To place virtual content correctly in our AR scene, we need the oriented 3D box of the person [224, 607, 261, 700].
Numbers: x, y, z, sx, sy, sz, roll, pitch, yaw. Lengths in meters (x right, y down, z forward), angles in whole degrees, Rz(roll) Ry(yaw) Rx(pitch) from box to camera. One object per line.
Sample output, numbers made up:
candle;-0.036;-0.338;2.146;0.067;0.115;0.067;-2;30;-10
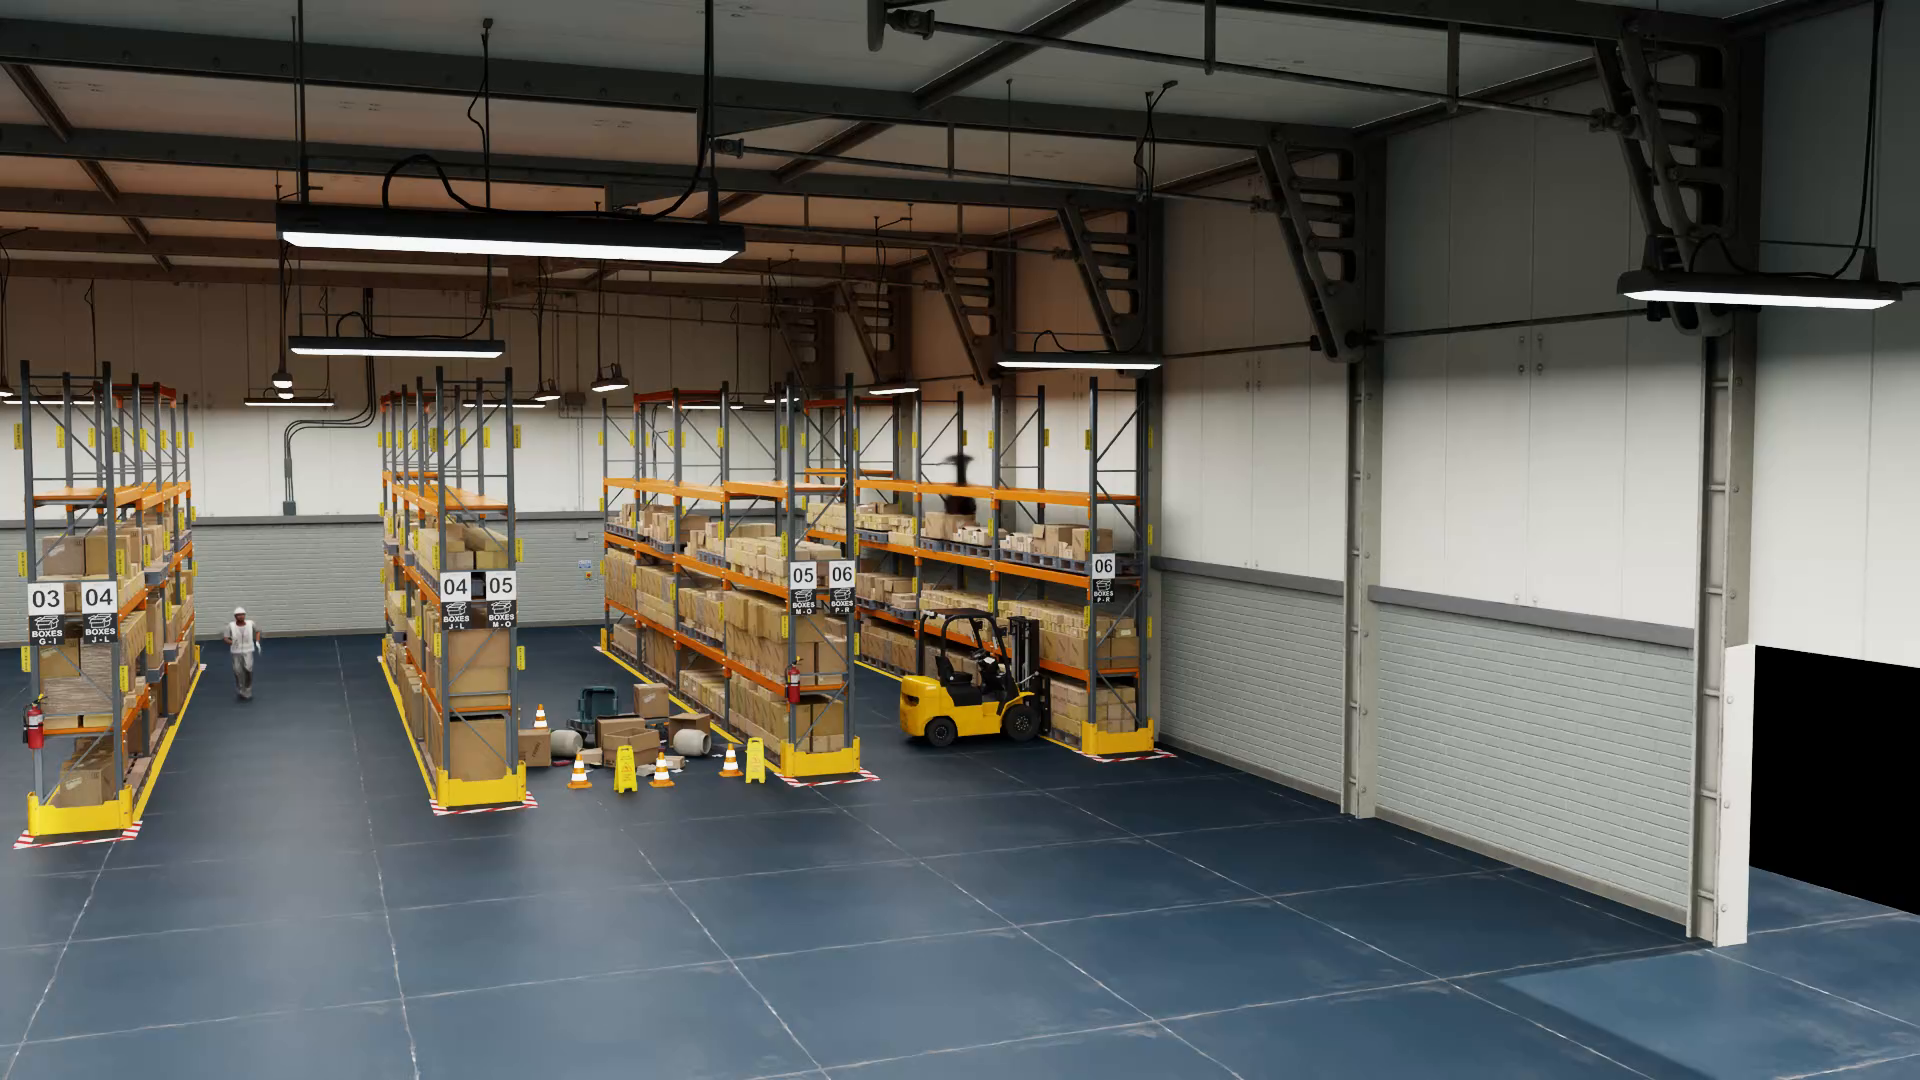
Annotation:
person;-13.830;2.188;32.048;0.650;1.784;0.788;-1;4;-21
